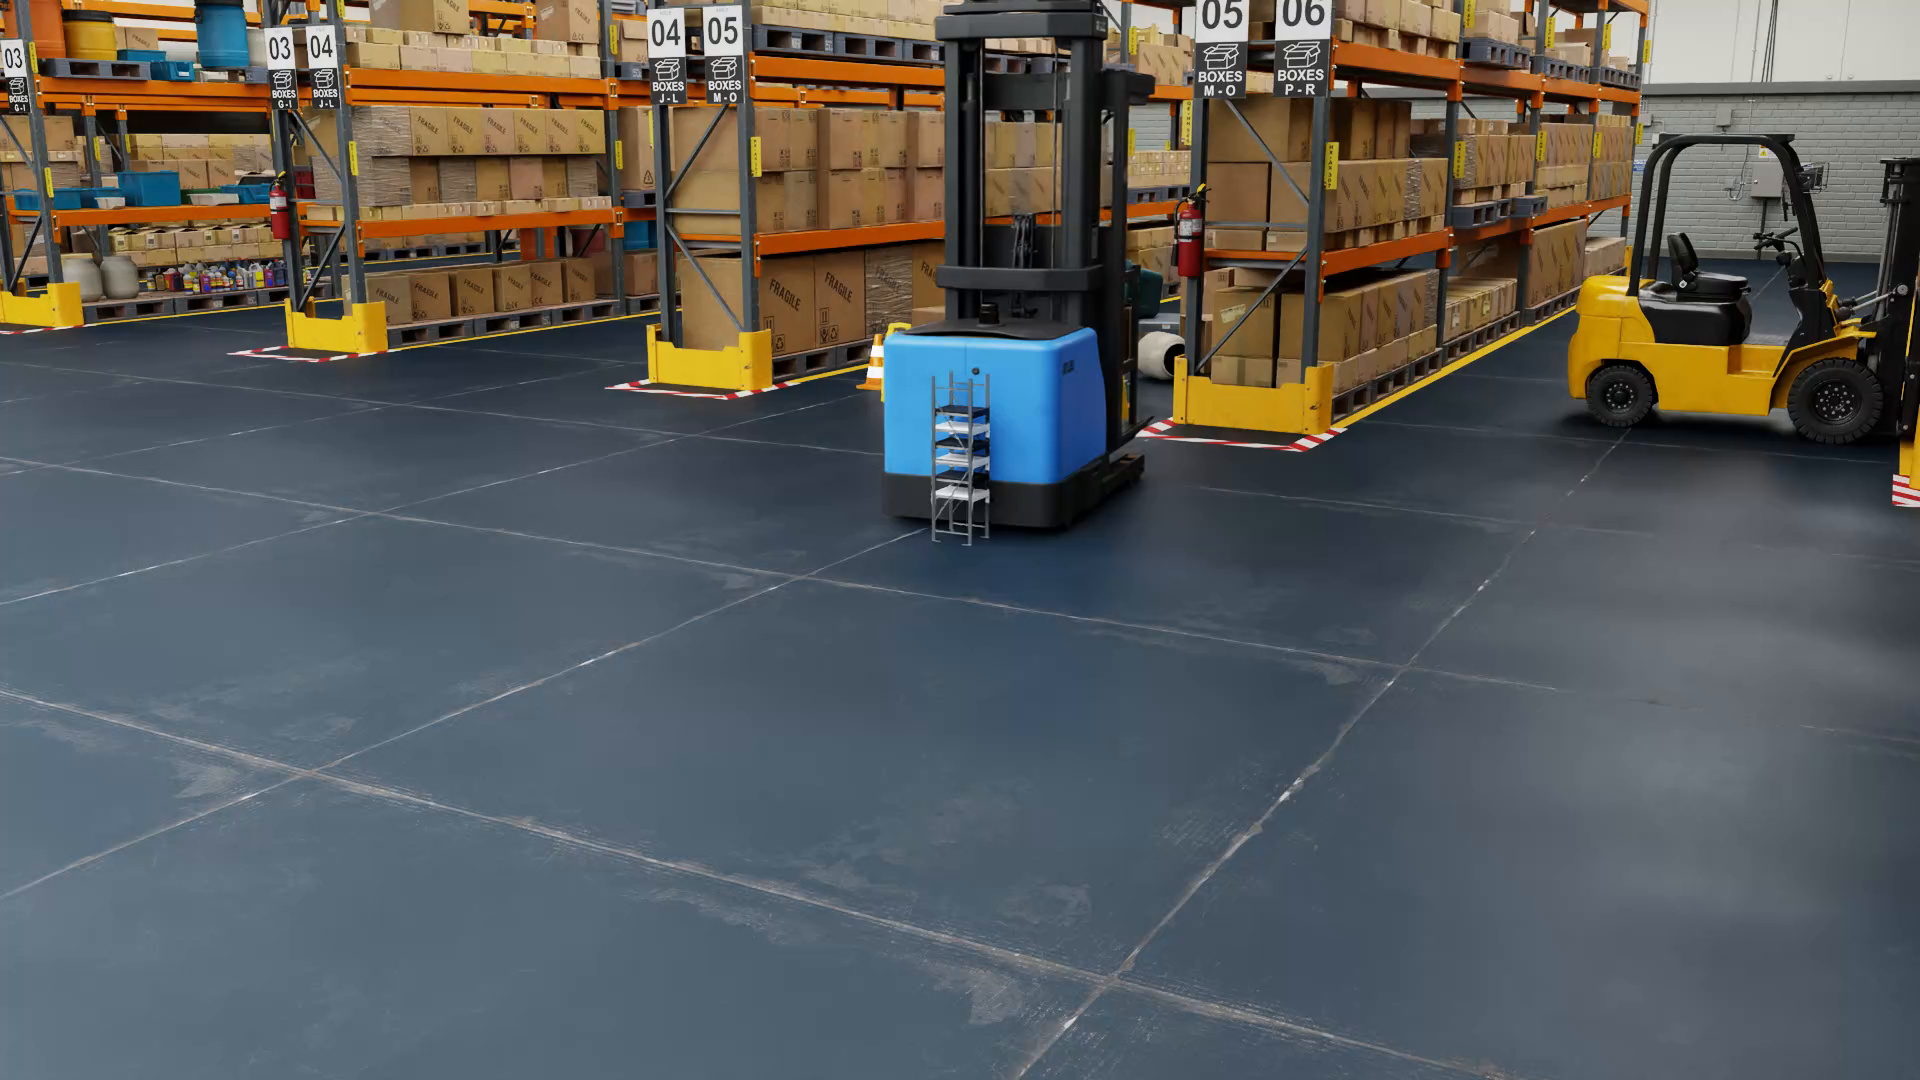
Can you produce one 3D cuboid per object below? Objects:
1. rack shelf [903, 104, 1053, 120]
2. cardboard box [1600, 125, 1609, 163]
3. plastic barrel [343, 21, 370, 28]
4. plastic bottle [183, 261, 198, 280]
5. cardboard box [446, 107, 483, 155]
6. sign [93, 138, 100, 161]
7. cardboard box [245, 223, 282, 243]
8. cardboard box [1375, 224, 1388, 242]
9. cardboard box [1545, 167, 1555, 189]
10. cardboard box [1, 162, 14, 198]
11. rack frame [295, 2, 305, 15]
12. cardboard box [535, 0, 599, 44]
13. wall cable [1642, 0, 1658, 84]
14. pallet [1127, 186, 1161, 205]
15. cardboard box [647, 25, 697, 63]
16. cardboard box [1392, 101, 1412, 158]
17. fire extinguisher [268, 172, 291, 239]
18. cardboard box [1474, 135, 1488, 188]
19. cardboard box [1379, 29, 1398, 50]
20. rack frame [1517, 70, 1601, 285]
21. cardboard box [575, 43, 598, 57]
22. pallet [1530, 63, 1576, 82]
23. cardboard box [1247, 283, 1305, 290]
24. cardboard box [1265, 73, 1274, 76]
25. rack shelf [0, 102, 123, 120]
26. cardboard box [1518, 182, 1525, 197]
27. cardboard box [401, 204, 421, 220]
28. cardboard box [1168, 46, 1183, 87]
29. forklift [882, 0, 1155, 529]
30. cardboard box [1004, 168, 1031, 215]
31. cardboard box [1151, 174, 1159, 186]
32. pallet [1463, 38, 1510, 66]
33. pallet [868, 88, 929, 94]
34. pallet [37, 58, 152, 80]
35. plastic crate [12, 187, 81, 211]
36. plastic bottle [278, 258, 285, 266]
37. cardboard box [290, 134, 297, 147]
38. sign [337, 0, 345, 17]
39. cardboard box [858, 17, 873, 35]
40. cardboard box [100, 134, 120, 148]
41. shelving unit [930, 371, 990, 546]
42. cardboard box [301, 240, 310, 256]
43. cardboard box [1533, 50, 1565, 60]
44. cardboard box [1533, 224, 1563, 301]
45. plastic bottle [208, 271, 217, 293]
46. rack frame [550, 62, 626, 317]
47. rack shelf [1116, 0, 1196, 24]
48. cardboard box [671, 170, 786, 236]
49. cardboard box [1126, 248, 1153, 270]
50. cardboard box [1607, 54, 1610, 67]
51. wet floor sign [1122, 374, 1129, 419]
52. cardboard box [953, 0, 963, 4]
[{"bbox_3d":[0.264,-7.415,28.526,1.077,0.370,4.000,7,15,28],"label":"rack shelf"},{"bbox_3d":[8.664,-5.481,23.023,0.500,0.500,0.500,7,15,27],"label":"cardboard box"},{"bbox_3d":[-8.534,-6.781,23.292,0.600,0.901,0.600,0,14,0],"label":"plastic barrel"},{"bbox_3d":[-10.046,-3.460,21.697,0.144,0.351,0.185,8,16,30],"label":"plastic bottle"},{"bbox_3d":[-5.511,-4.400,17.904,0.500,0.500,0.500,7,15,28],"label":"cardboard box"},{"bbox_3d":[-12.754,-5.775,24.572,0.100,0.325,0.005,7,15,28],"label":"sign"},{"bbox_3d":[-11.590,-5.096,27.546,0.500,0.311,0.500,7,15,27],"label":"cardboard box"},{"bbox_3d":[3.312,-2.550,13.746,0.380,0.149,0.250,7,15,27],"label":"cardboard box"},{"bbox_3d":[6.750,-4.305,19.743,0.500,0.250,0.500,8,16,29],"label":"cardboard box"},{"bbox_3d":[-13.945,-5.124,23.673,0.700,0.500,0.500,8,16,29],"label":"cardboard box"},{"bbox_3d":[-11.307,-9.115,27.643,1.000,3.000,0.127,7,15,28],"label":"rack frame"},{"bbox_3d":[-4.565,-6.028,19.324,0.500,0.500,0.500,7,15,26],"label":"cardboard box"},{"bbox_3d":[12.409,-9.710,30.108,0.463,3.000,0.029,7,15,28],"label":"wall cable"},{"bbox_3d":[1.908,-4.558,21.949,1.213,0.211,1.003,7,15,28],"label":"pallet"},{"bbox_3d":[-3.802,-6.246,21.026,0.797,0.503,0.637,8,16,30],"label":"cardboard box"},{"bbox_3d":[3.702,-3.746,15.190,0.700,0.500,0.500,7,15,27],"label":"cardboard box"},{"bbox_3d":[-6.963,-3.426,17.007,0.296,0.674,0.183,7,15,28],"label":"fire extinguisher"},{"bbox_3d":[4.824,-3.696,16.221,0.500,0.500,0.500,7,15,28],"label":"cardboard box"},{"bbox_3d":[3.237,-3.945,13.131,0.380,0.149,0.250,8,15,29],"label":"cardboard box"},{"bbox_3d":[7.972,-4.774,22.434,1.000,3.000,0.127,7,15,28],"label":"rack frame"},{"bbox_3d":[-4.475,-5.735,19.490,0.380,0.149,0.250,8,16,30],"label":"cardboard box"},{"bbox_3d":[6.841,-5.687,20.226,1.003,0.211,1.213,8,16,31],"label":"pallet"},{"bbox_3d":[2.579,-1.845,13.657,0.500,0.500,0.500,8,16,30],"label":"cardboard box"},{"bbox_3d":[4.533,-7.217,25.422,0.500,0.250,0.500,8,16,29],"label":"cardboard box"},{"bbox_3d":[-16.612,-7.458,28.702,1.077,0.370,4.000,7,15,28],"label":"rack shelf"},{"bbox_3d":[5.937,-3.821,18.123,0.380,0.149,0.250,7,15,28],"label":"cardboard box"},{"bbox_3d":[-5.886,-3.442,17.449,0.380,0.149,0.250,7,15,28],"label":"cardboard box"},{"bbox_3d":[2.638,-6.293,22.125,0.500,0.500,0.500,7,15,28],"label":"cardboard box"},{"bbox_3d":[0.540,-1.790,10.203,1.130,2.935,3.031,5,14,19],"label":"forklift"},{"bbox_3d":[0.456,-3.902,18.606,0.500,0.500,0.500,8,15,28],"label":"cardboard box"},{"bbox_3d":[2.438,-4.810,22.225,0.380,0.149,0.250,8,16,31],"label":"cardboard box"},{"bbox_3d":[4.496,-4.614,15.772,1.213,0.211,1.003,7,15,28],"label":"pallet"},{"bbox_3d":[-1.103,-7.068,25.959,0.805,0.209,1.217,7,15,26],"label":"pallet"},{"bbox_3d":[-10.354,-5.521,19.536,1.003,0.211,1.213,7,15,28],"label":"pallet"},{"bbox_3d":[-10.860,-4.060,19.791,0.499,0.251,0.616,7,15,28],"label":"plastic crate"},{"bbox_3d":[-9.091,-3.594,22.254,0.144,0.351,0.185,7,15,28],"label":"plastic bottle"},{"bbox_3d":[-13.713,-8.023,33.420,0.500,0.250,0.500,8,16,29],"label":"cardboard box"},{"bbox_3d":[-6.029,-5.256,16.170,0.100,0.325,0.005,7,15,28],"label":"sign"},{"bbox_3d":[-1.032,-4.786,15.511,0.380,0.149,0.250,8,15,29],"label":"cardboard box"},{"bbox_3d":[-15.653,-7.449,31.042,0.500,0.250,0.500,8,16,30],"label":"cardboard box"},{"bbox_3d":[0.003,-0.439,8.932,0.258,0.900,0.210,7,15,27],"label":"shelving unit"},{"bbox_3d":[-11.348,-4.931,28.057,0.500,0.250,0.500,8,16,29],"label":"cardboard box"},{"bbox_3d":[7.189,-5.917,20.381,0.380,0.166,0.250,9,16,33],"label":"cardboard box"},{"bbox_3d":[6.880,-3.439,20.536,0.875,0.875,0.875,8,15,29],"label":"cardboard box"},{"bbox_3d":[-9.525,-3.290,21.163,0.097,0.271,0.097,0,14,0],"label":"plastic bottle"},{"bbox_3d":[-4.570,-4.255,20.283,1.000,3.000,0.127,7,15,28],"label":"rack frame"},{"bbox_3d":[2.623,-7.276,22.400,1.077,0.370,4.000,7,15,28],"label":"rack shelf"},{"bbox_3d":[-2.071,-3.006,14.782,0.875,0.550,0.550,7,15,28],"label":"cardboard box"},{"bbox_3d":[2.222,-3.598,21.996,0.500,0.500,0.500,7,15,26],"label":"cardboard box"},{"bbox_3d":[9.138,-6.960,24.186,0.500,0.311,0.500,8,16,29],"label":"cardboard box"},{"bbox_3d":[1.142,-1.249,12.839,0.232,0.644,0.267,-12,18,-40],"label":"wet floor sign"},{"bbox_3d":[-0.175,-5.538,16.929,0.380,0.149,0.250,7,15,28],"label":"cardboard box"}]
